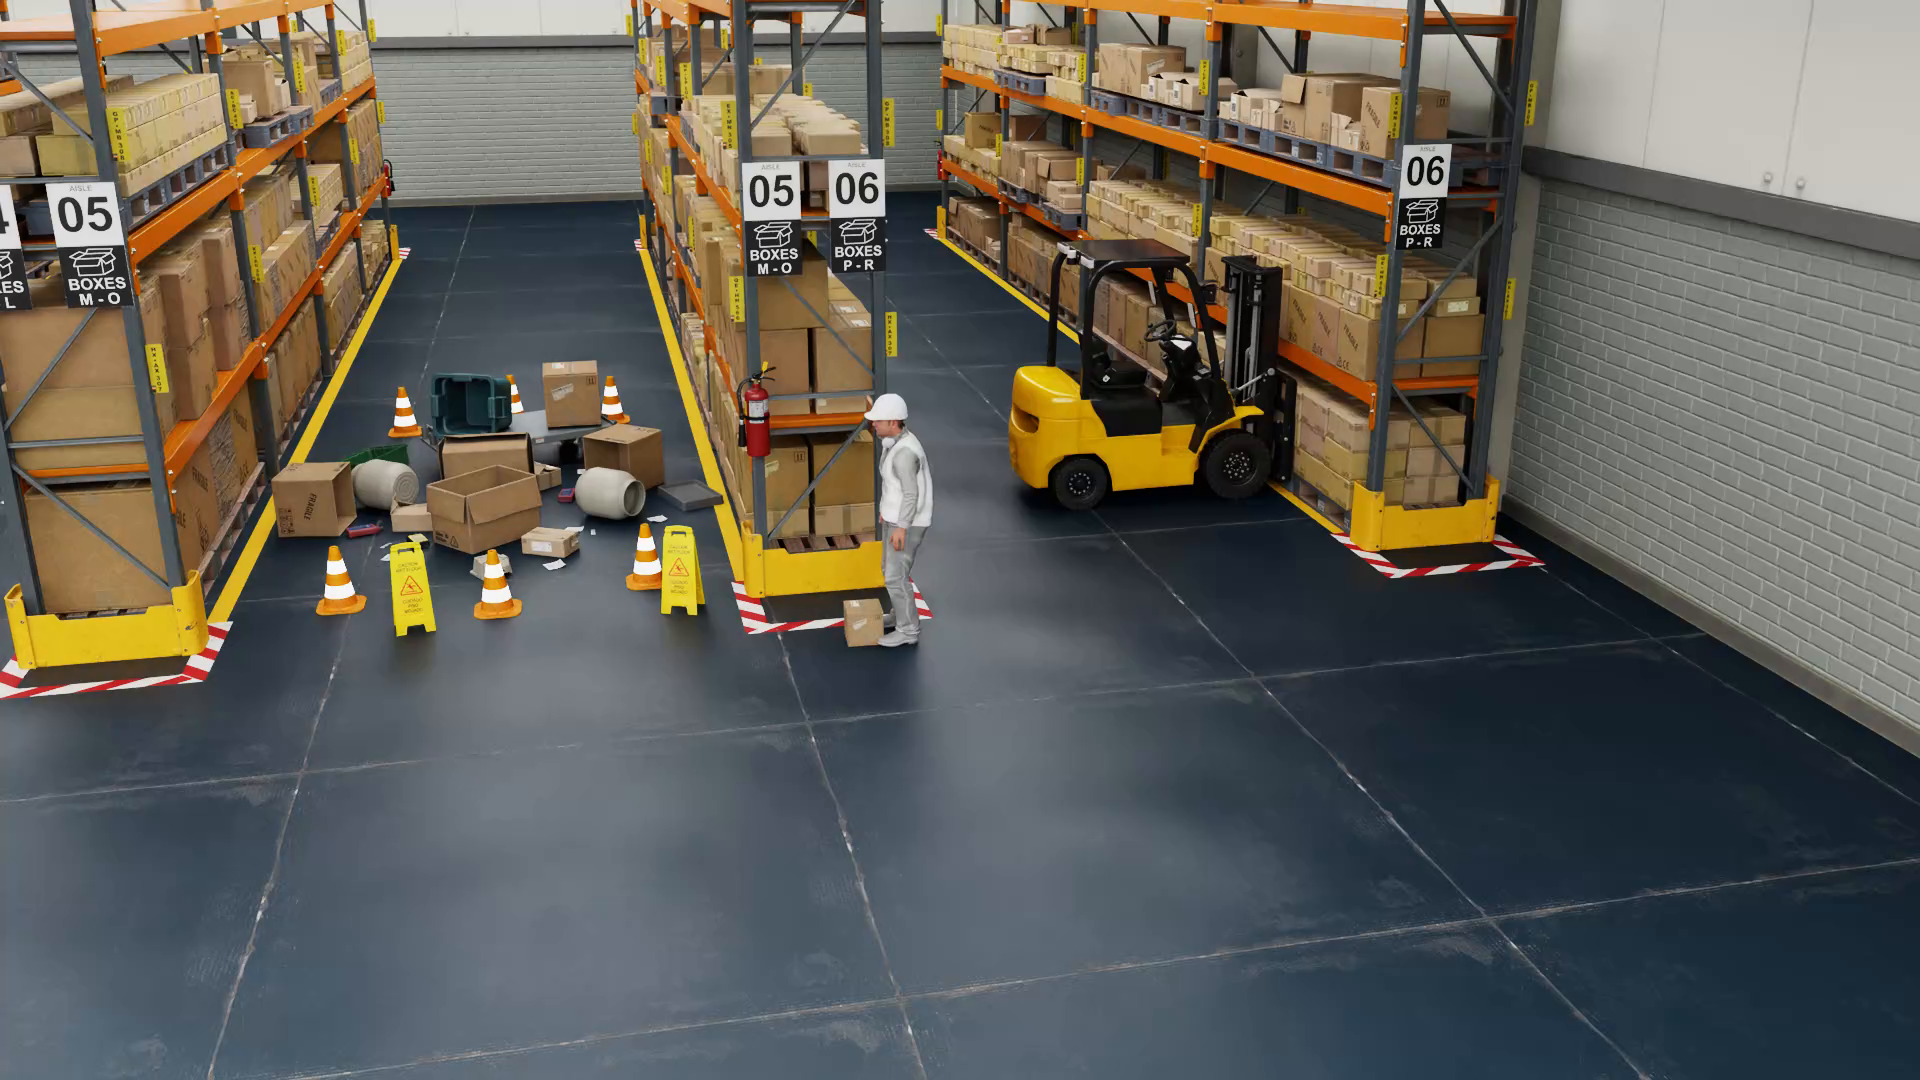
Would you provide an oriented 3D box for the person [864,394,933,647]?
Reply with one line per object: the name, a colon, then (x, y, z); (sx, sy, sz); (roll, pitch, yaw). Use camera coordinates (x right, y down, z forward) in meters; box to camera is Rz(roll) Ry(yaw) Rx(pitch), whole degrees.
person: (-0.420, -0.150, 11.452); (0.457, 1.773, 0.593); (-4, 20, -10)
